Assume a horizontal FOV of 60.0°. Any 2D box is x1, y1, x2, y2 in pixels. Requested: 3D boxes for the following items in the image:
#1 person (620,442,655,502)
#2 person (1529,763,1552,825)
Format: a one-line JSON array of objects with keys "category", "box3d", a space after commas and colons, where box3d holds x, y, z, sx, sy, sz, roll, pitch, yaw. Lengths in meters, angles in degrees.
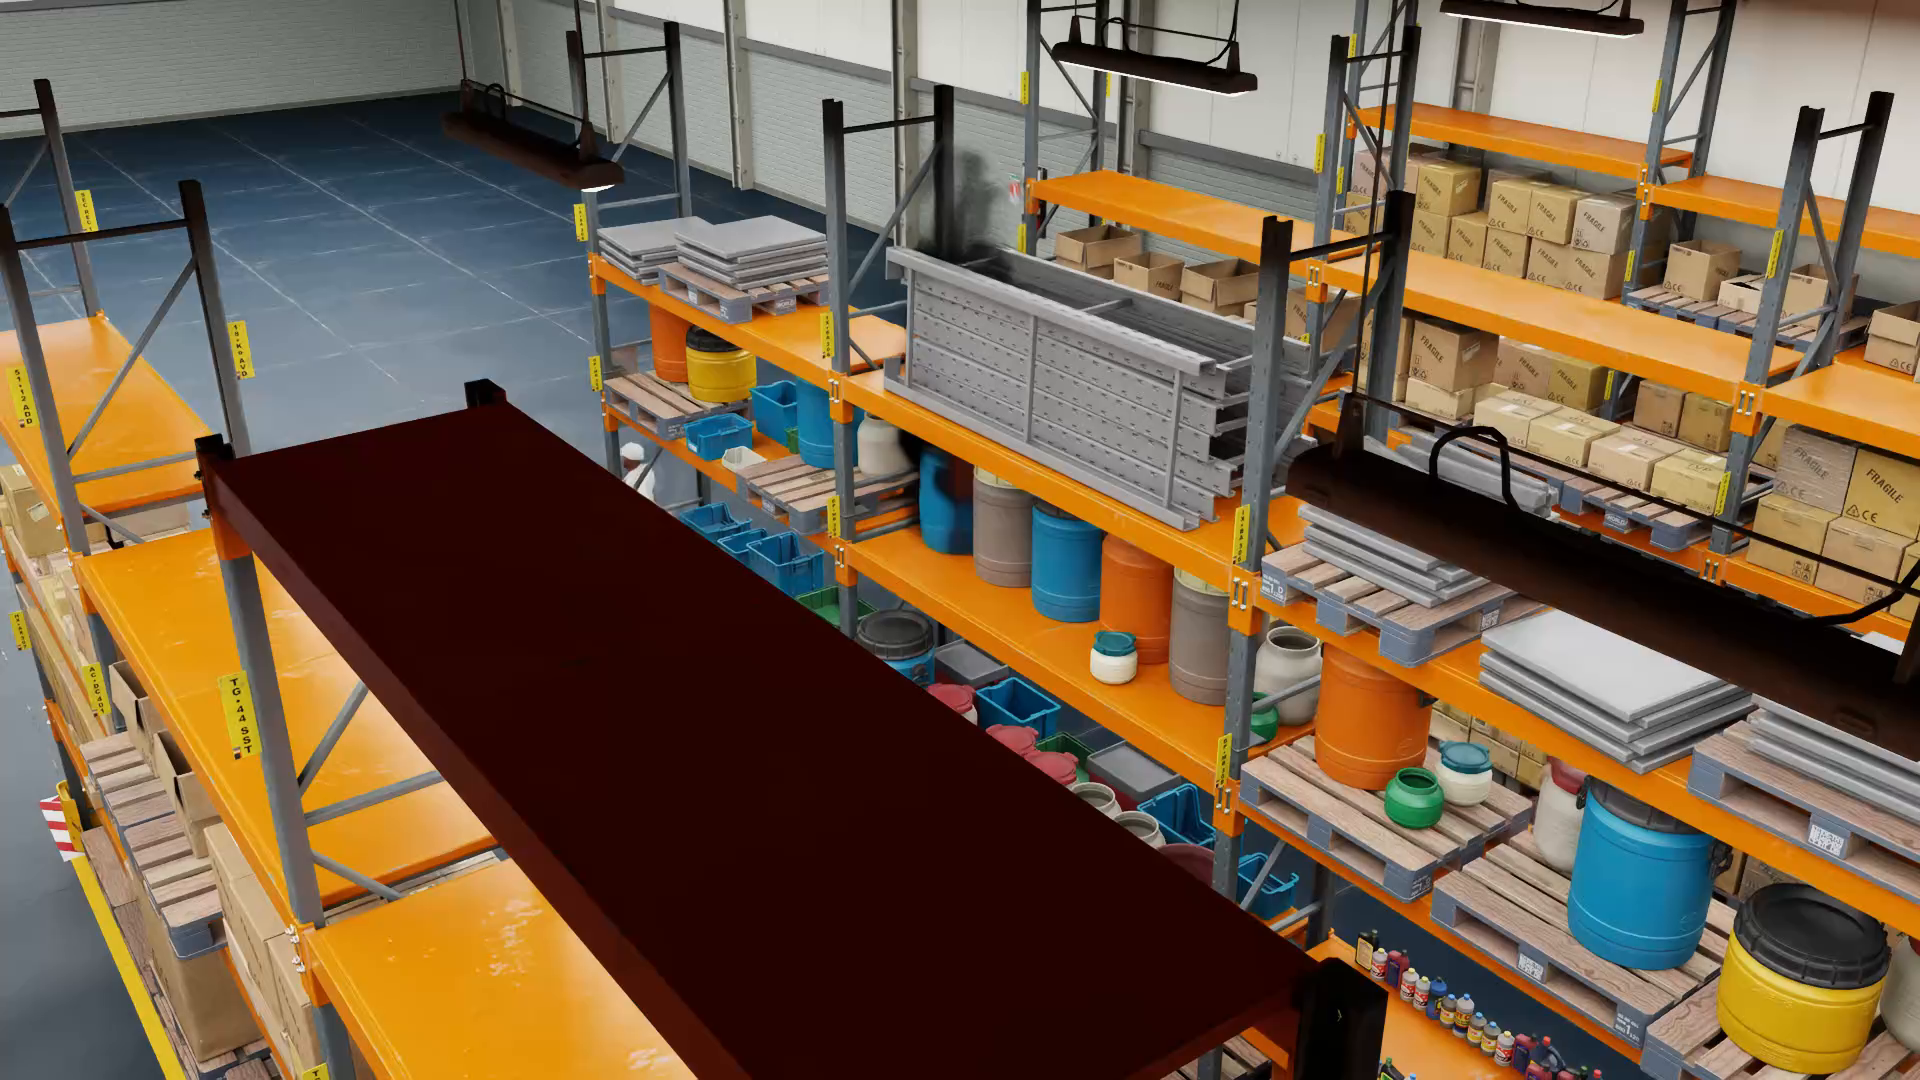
[{"category": "person", "box3d": [-3.308, -0.193, 17.371, 0.655, 1.731, 0.719, 1, 25, 3]}, {"category": "person", "box3d": [4.118, 2.399, 11.827, 0.705, 1.475, 0.907, -17, 30, -32]}]
